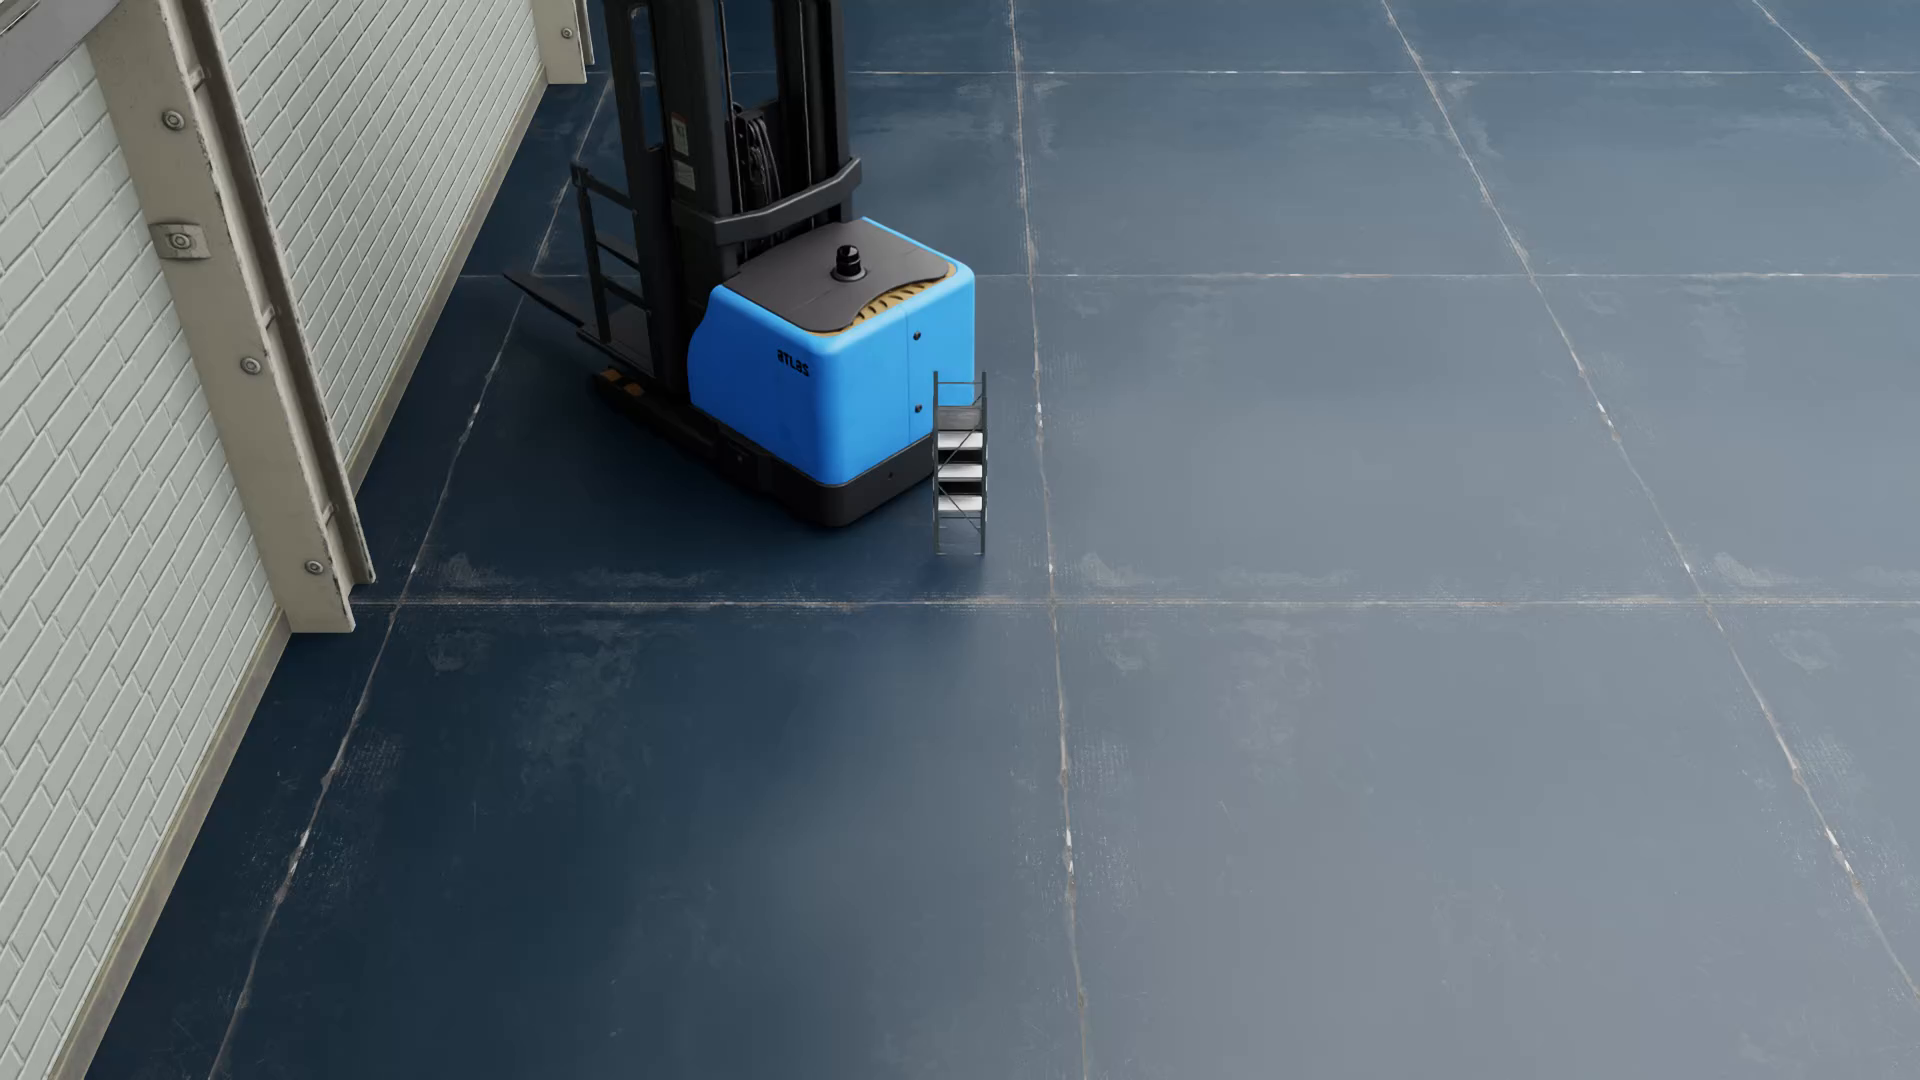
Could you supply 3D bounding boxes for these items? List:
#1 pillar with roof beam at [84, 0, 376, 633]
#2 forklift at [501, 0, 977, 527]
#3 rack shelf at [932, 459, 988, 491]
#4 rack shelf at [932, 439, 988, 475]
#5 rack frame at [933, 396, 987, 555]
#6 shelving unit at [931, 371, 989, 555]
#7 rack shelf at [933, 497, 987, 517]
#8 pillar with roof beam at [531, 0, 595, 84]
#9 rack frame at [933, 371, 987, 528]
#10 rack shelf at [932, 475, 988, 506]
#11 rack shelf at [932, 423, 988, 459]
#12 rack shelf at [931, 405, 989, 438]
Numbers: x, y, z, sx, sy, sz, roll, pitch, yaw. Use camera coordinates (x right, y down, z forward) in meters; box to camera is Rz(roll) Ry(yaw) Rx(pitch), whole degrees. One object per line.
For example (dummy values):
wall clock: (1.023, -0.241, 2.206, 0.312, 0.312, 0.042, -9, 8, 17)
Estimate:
pillar with roof beam: (1.418, -3.223, 4.822, 9.100, 9.000, 0.400, 0, 39, 0)
forklift: (-1.323, -2.016, 8.168, 3.031, 2.935, 1.130, 31, 48, 33)
rack shelf: (0.000, -0.320, 7.729, 0.258, 0.077, 0.200, 0, 39, 0)
rack shelf: (0.000, -0.390, 7.672, 0.258, 0.077, 0.200, 0, 39, 0)
rack frame: (0.000, -0.282, 7.628, 0.240, 0.900, 0.006, 0, 39, 0)
shelving unit: (0.000, -0.346, 7.708, 0.258, 0.900, 0.210, 0, 39, 0)
rack shelf: (0.000, -0.180, 7.841, 0.258, 0.077, 0.200, 0, 39, 0)
pillar with roof beam: (1.411, -6.975, 9.504, 9.100, 9.000, 0.400, 0, 39, 0)
rack frame: (0.000, -0.410, 7.787, 0.240, 0.900, 0.006, 0, 39, 0)
rack shelf: (0.000, -0.250, 7.785, 0.258, 0.077, 0.200, 0, 39, 0)
rack shelf: (0.000, -0.461, 7.616, 0.258, 0.077, 0.200, 0, 39, 0)
rack shelf: (0.000, -0.531, 7.560, 0.258, 0.077, 0.200, 0, 39, 0)
